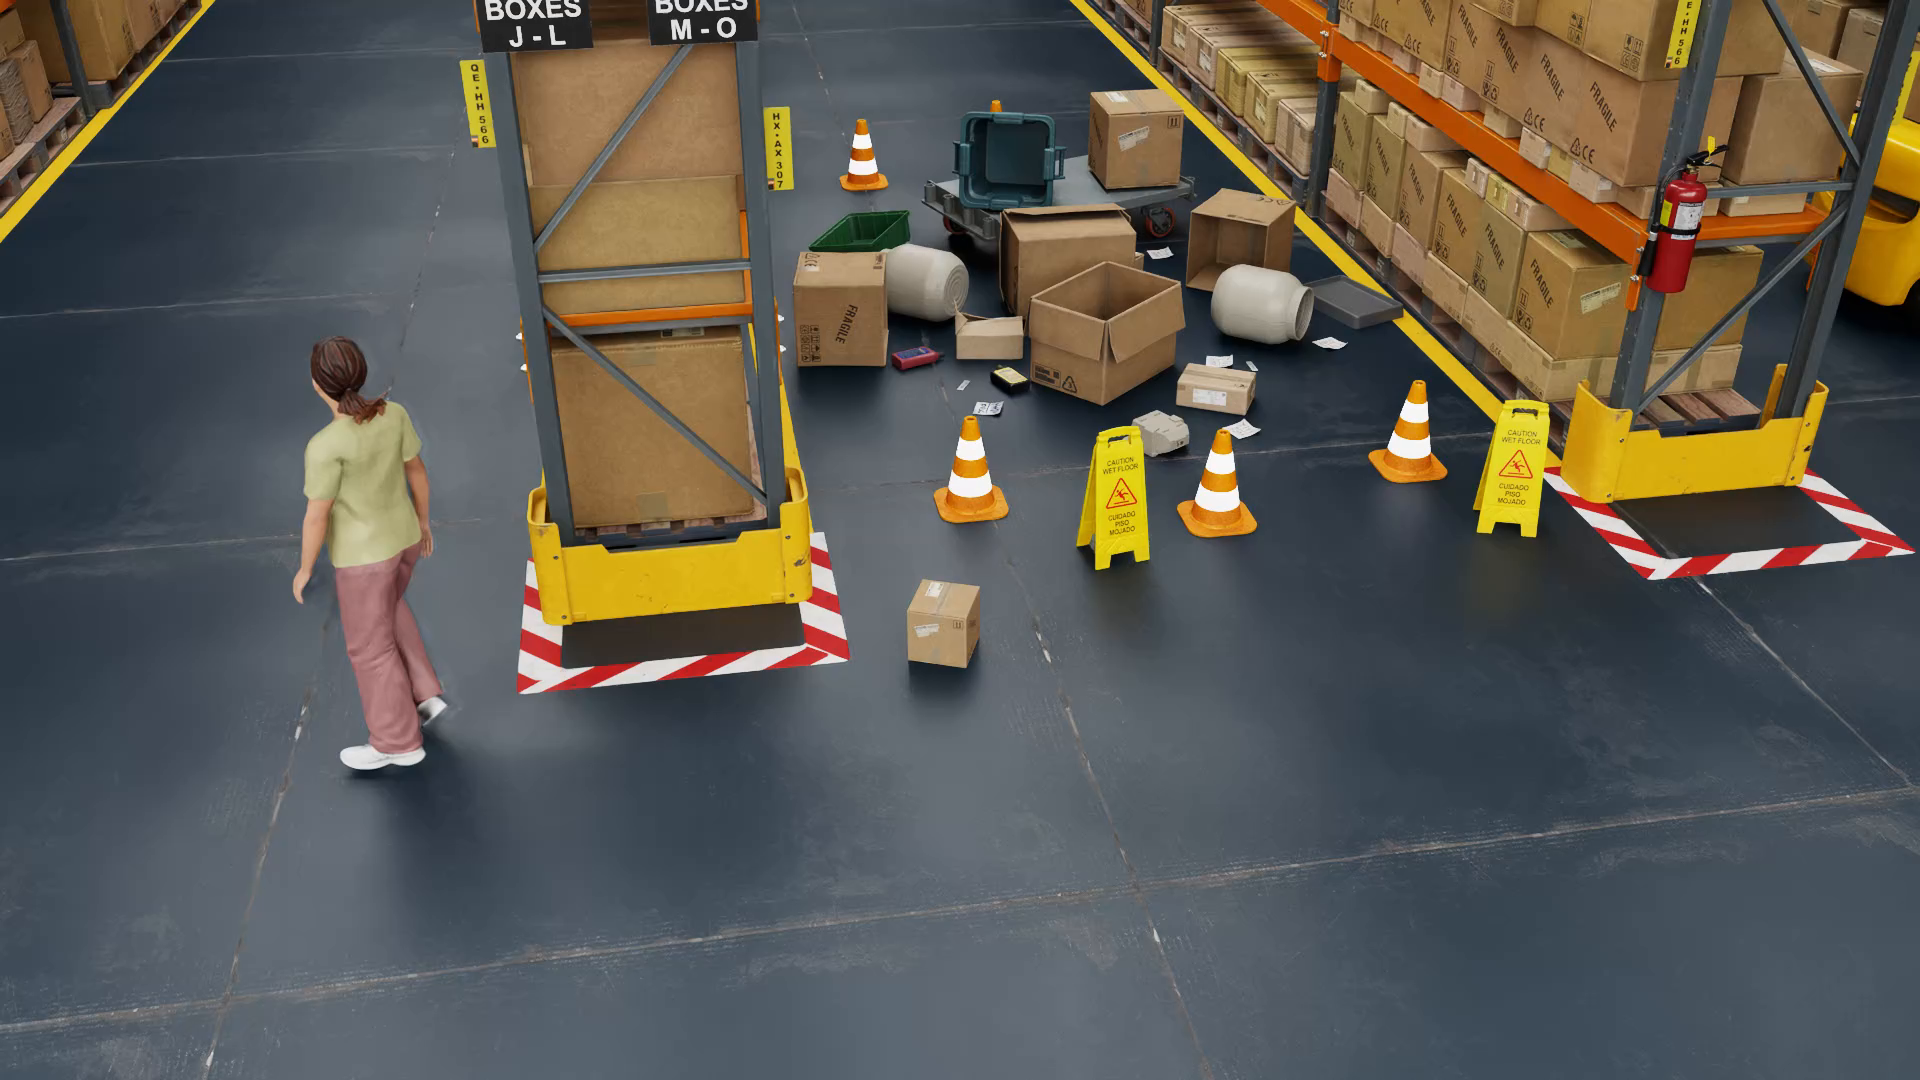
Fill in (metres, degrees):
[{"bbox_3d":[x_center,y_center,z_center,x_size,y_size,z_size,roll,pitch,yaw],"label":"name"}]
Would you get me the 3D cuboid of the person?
[{"bbox_3d":[-2.141,0.052,6.010,0.390,1.679,0.500,11,32,17],"label":"person"}]
